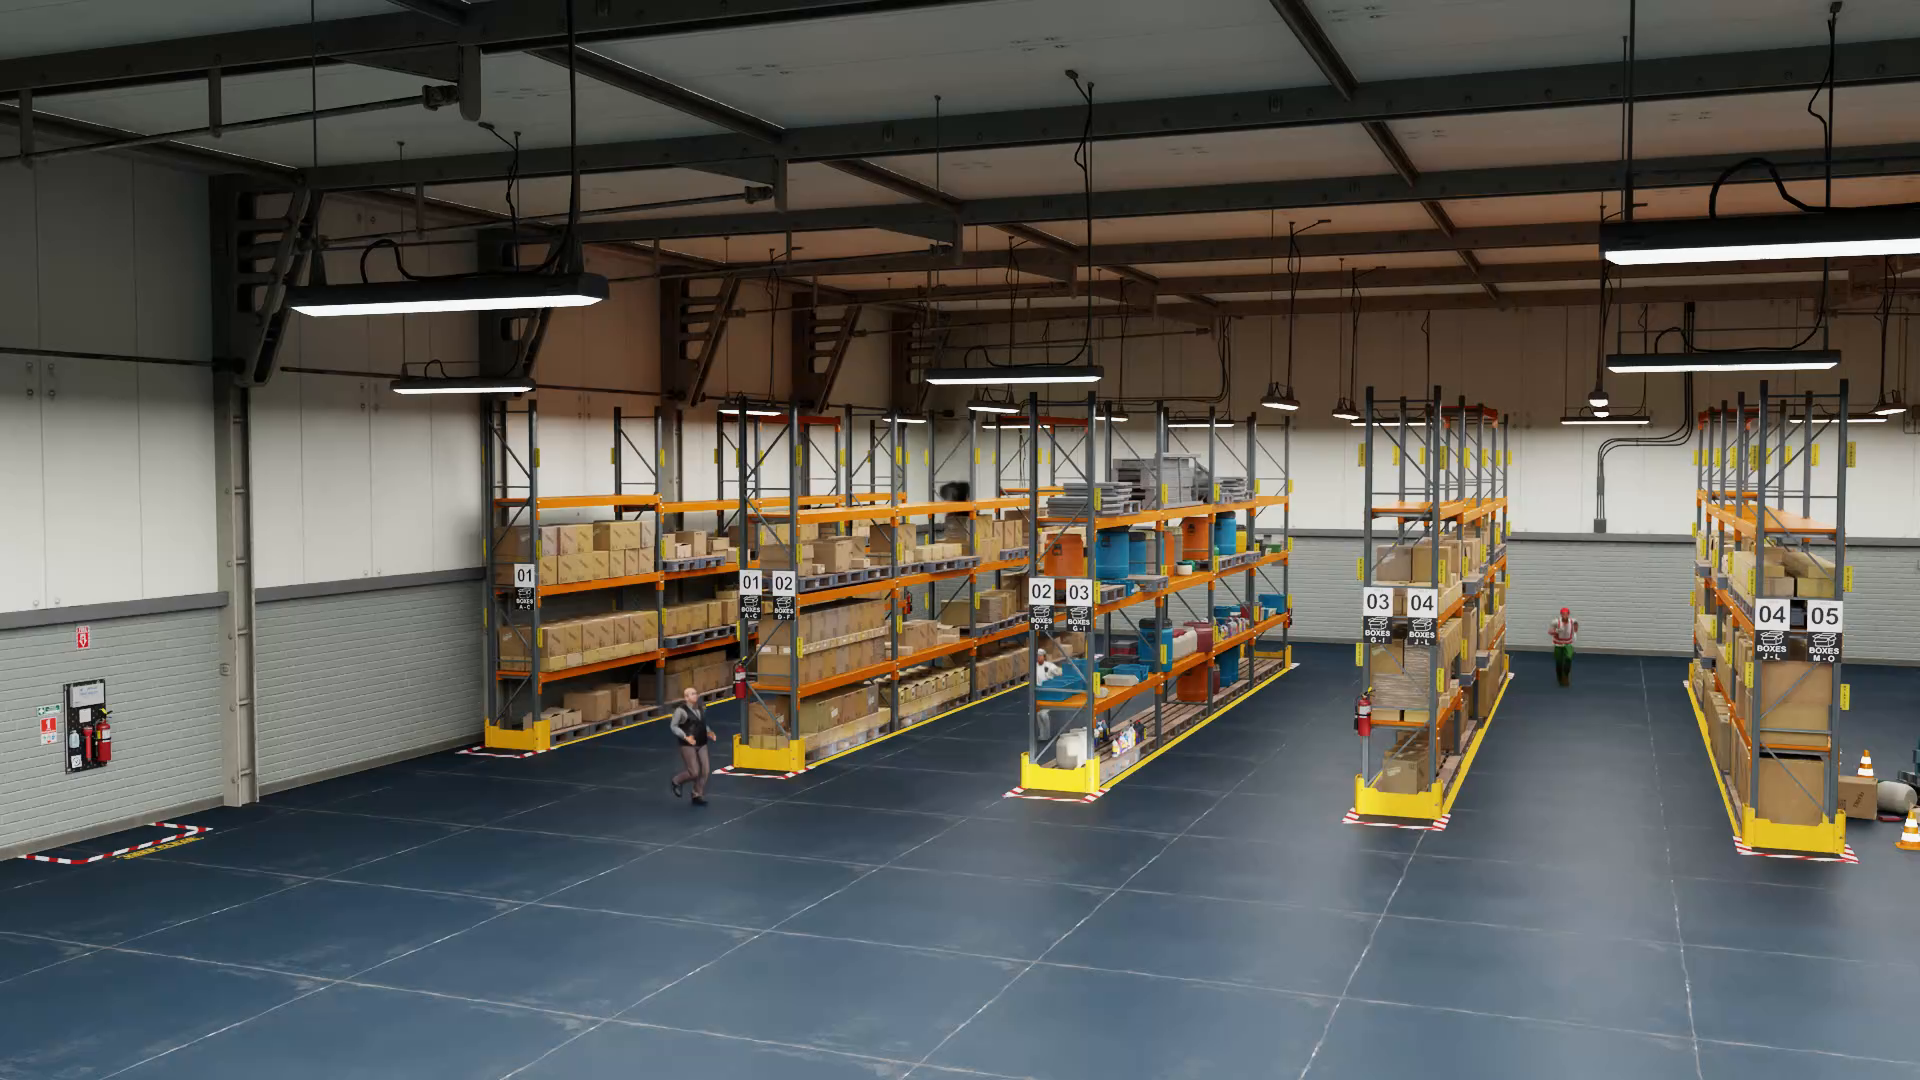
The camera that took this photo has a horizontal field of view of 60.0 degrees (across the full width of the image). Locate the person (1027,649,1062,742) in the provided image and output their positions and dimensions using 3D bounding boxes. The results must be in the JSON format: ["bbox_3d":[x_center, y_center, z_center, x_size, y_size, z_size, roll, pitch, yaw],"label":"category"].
[{"bbox_3d":[1.451,2.737,29.329,0.615,1.630,0.595,2,3,28],"label":"person"}]

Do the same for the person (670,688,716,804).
[{"bbox_3d":[-3.879,2.975,24.099,0.612,1.672,0.659,2,4,40],"label":"person"}]

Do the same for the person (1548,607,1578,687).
[{"bbox_3d":[13.203,2.328,36.414,0.643,1.750,0.935,1,3,15],"label":"person"}]
